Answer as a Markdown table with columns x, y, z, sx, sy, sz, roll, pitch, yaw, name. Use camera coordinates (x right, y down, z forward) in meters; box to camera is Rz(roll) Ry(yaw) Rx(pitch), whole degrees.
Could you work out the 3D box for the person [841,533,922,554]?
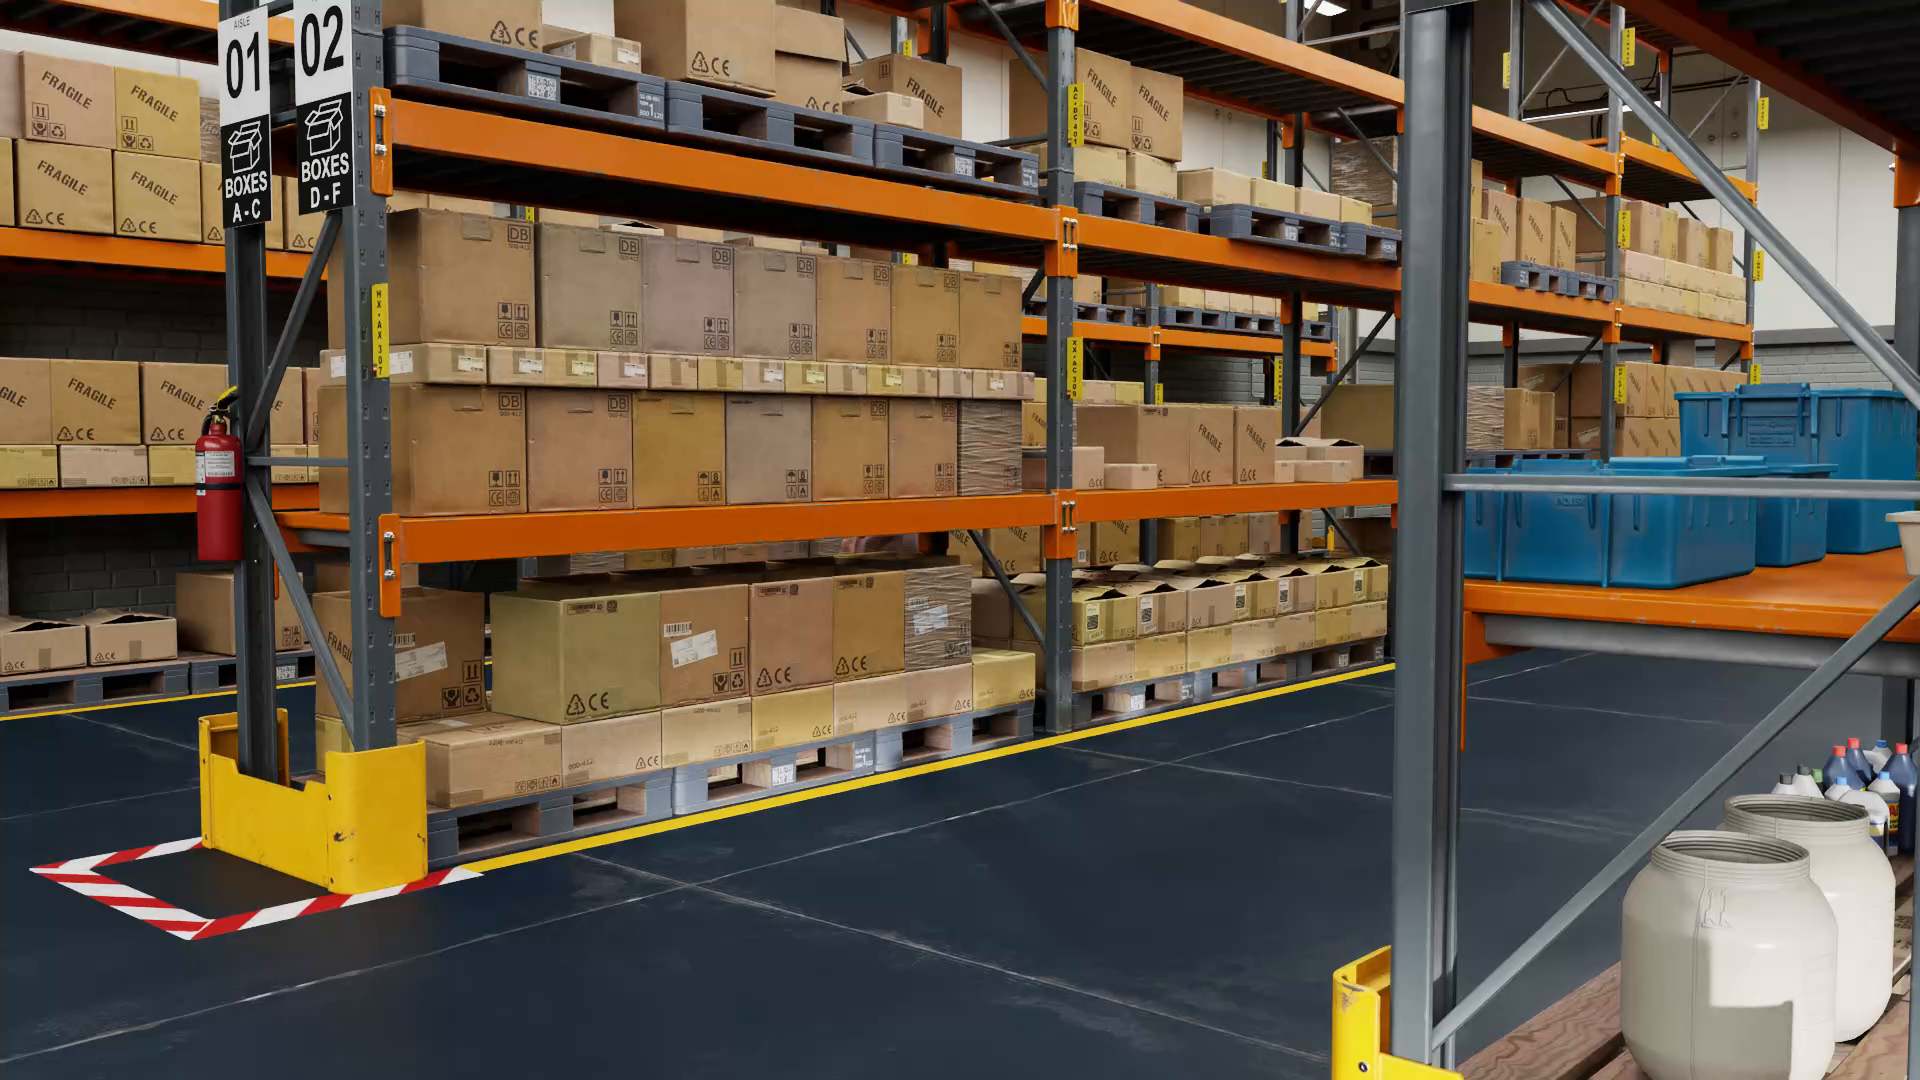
| x | y | z | sx | sy | sz | roll | pitch | yaw | name |
| --- | --- | --- | --- | --- | --- | --- | --- | --- | --- |
| -0.574 | 0.287 | 13.401 | 0.942 | 0.996 | 0.583 | 3 | 4 | 38 | person |
